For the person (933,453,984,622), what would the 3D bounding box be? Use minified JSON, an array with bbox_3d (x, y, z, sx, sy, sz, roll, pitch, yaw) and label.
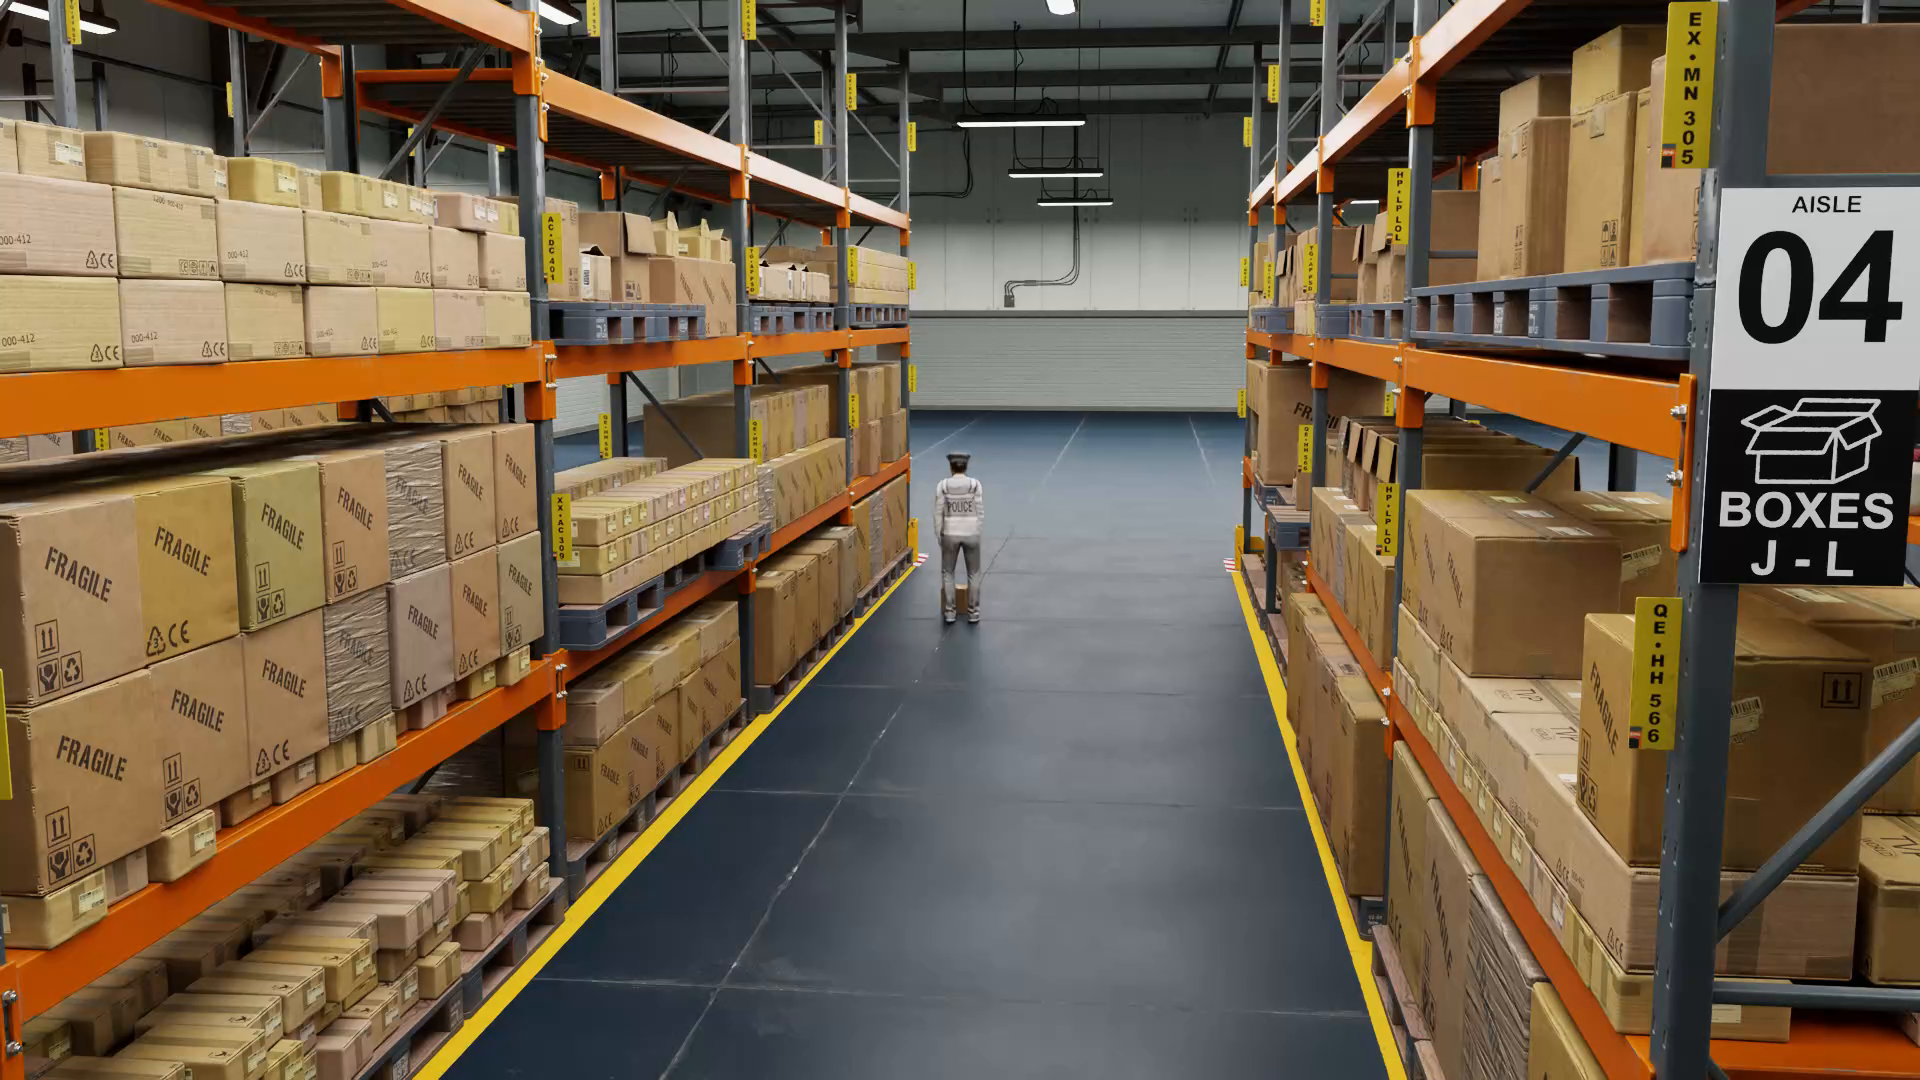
[{"bbox_3d":[-0.013,-0.018,16.062,0.492,1.641,0.412,0,8,1],"label":"person"}]
